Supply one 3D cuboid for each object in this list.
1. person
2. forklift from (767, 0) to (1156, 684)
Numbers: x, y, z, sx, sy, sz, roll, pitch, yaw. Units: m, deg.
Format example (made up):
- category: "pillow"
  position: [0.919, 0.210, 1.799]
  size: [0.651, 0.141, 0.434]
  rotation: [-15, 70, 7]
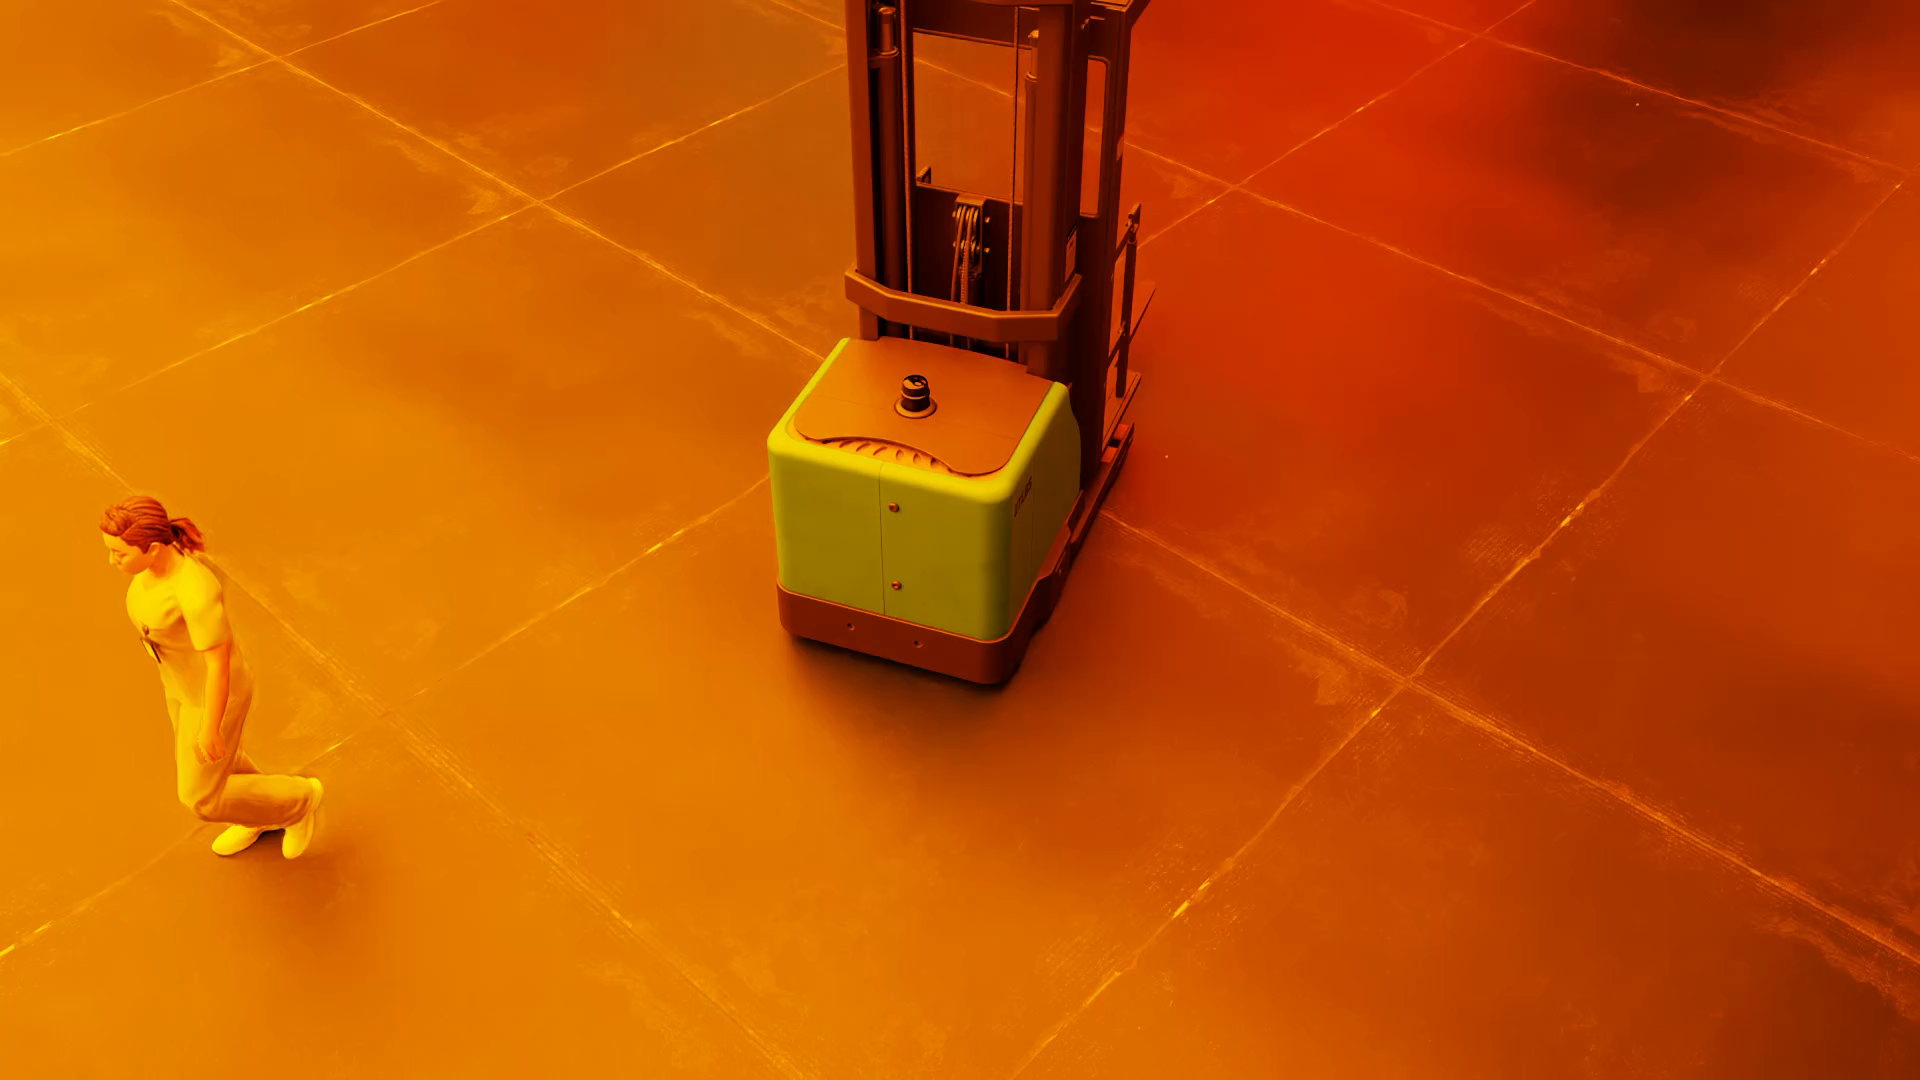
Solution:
- category: "person"
  position: [-2.649, 0.523, 5.800]
  size: [0.601, 1.655, 0.468]
  rotation: [33, 50, 32]
- category: "forklift"
  position: [0.211, -1.484, 7.158]
  size: [1.130, 2.935, 3.031]
  rotation: [14, 42, 15]
